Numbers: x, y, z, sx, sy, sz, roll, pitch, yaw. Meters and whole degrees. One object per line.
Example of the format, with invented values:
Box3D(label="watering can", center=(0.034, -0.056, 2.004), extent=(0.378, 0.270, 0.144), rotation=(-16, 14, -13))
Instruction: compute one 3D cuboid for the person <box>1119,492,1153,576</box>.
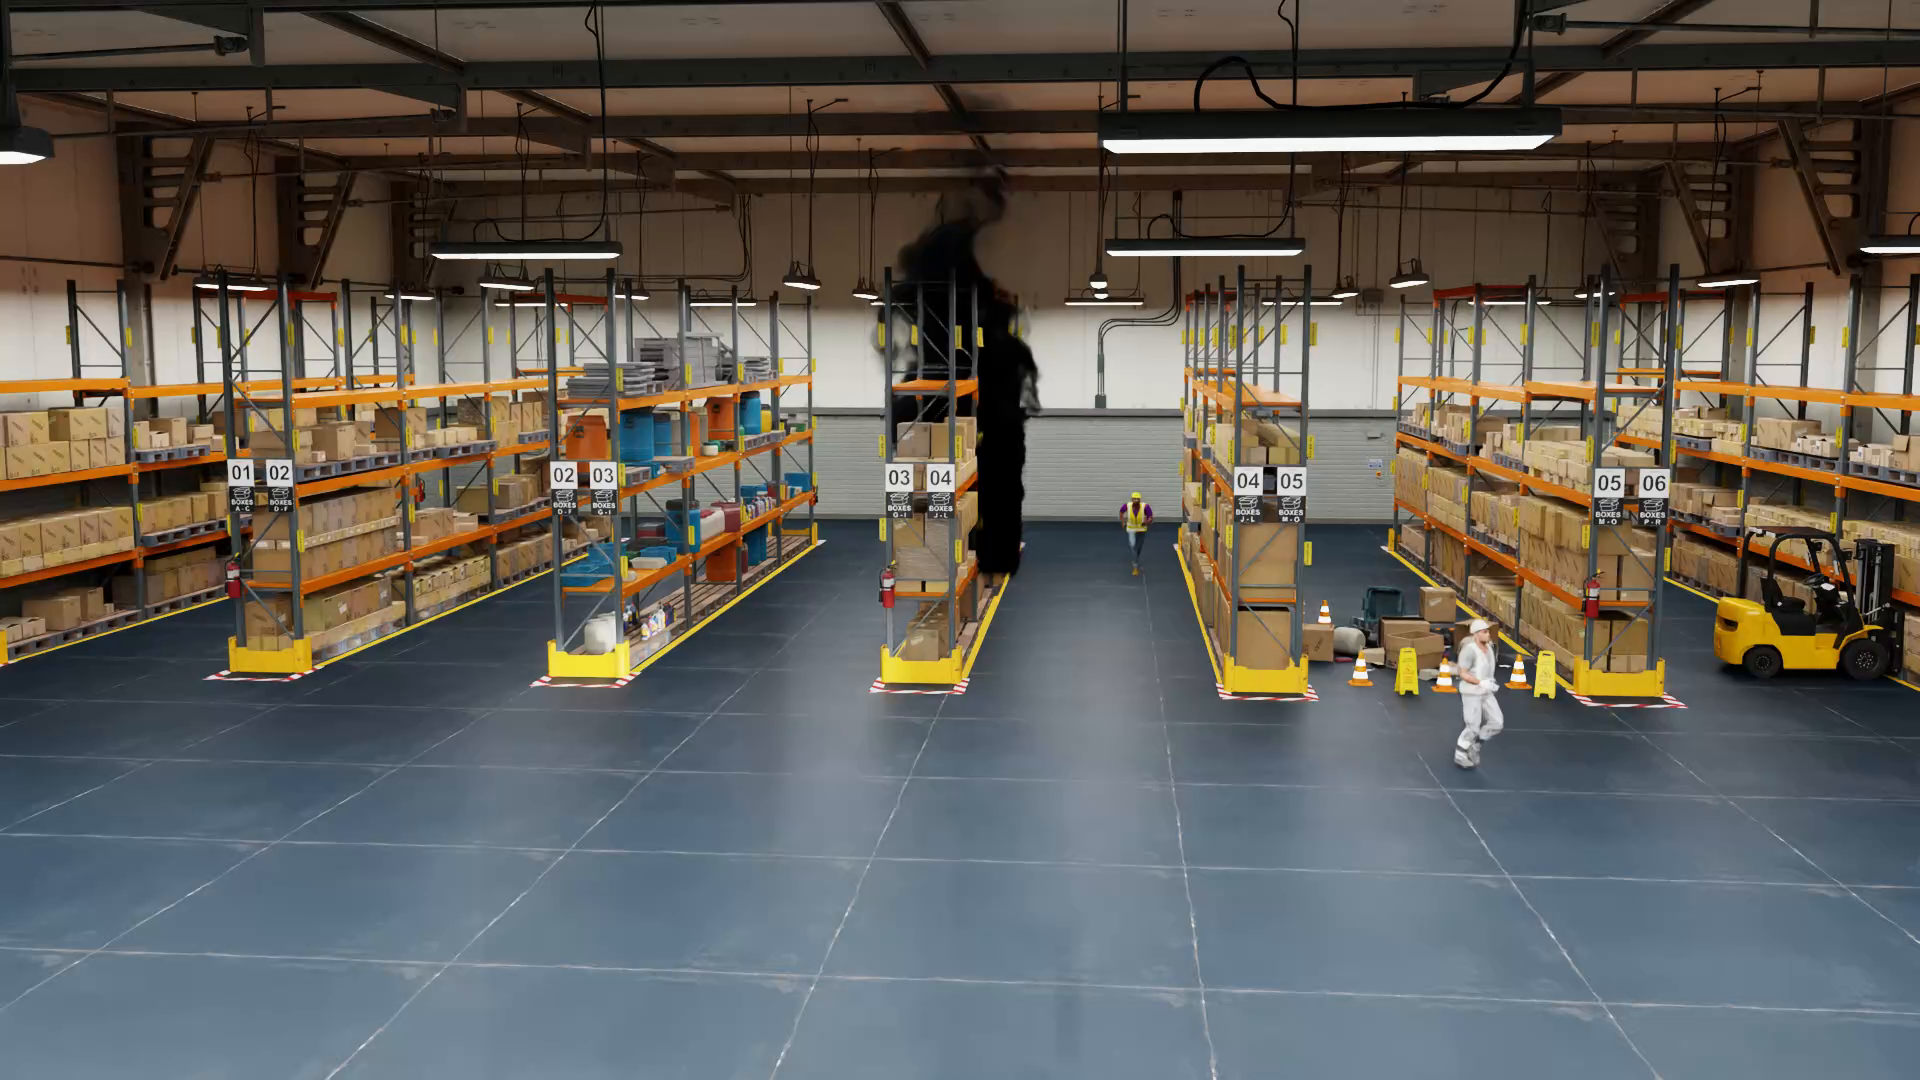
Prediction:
Box3D(label="person", center=(3.767, -0.167, 35.545), extent=(0.702, 1.759, 1.110), rotation=(0, 7, 0))

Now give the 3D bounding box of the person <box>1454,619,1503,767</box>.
Box3D(label="person", center=(6.057, 1.789, 19.280), extent=(0.688, 1.750, 0.629), rotation=(-5, 8, -35))
